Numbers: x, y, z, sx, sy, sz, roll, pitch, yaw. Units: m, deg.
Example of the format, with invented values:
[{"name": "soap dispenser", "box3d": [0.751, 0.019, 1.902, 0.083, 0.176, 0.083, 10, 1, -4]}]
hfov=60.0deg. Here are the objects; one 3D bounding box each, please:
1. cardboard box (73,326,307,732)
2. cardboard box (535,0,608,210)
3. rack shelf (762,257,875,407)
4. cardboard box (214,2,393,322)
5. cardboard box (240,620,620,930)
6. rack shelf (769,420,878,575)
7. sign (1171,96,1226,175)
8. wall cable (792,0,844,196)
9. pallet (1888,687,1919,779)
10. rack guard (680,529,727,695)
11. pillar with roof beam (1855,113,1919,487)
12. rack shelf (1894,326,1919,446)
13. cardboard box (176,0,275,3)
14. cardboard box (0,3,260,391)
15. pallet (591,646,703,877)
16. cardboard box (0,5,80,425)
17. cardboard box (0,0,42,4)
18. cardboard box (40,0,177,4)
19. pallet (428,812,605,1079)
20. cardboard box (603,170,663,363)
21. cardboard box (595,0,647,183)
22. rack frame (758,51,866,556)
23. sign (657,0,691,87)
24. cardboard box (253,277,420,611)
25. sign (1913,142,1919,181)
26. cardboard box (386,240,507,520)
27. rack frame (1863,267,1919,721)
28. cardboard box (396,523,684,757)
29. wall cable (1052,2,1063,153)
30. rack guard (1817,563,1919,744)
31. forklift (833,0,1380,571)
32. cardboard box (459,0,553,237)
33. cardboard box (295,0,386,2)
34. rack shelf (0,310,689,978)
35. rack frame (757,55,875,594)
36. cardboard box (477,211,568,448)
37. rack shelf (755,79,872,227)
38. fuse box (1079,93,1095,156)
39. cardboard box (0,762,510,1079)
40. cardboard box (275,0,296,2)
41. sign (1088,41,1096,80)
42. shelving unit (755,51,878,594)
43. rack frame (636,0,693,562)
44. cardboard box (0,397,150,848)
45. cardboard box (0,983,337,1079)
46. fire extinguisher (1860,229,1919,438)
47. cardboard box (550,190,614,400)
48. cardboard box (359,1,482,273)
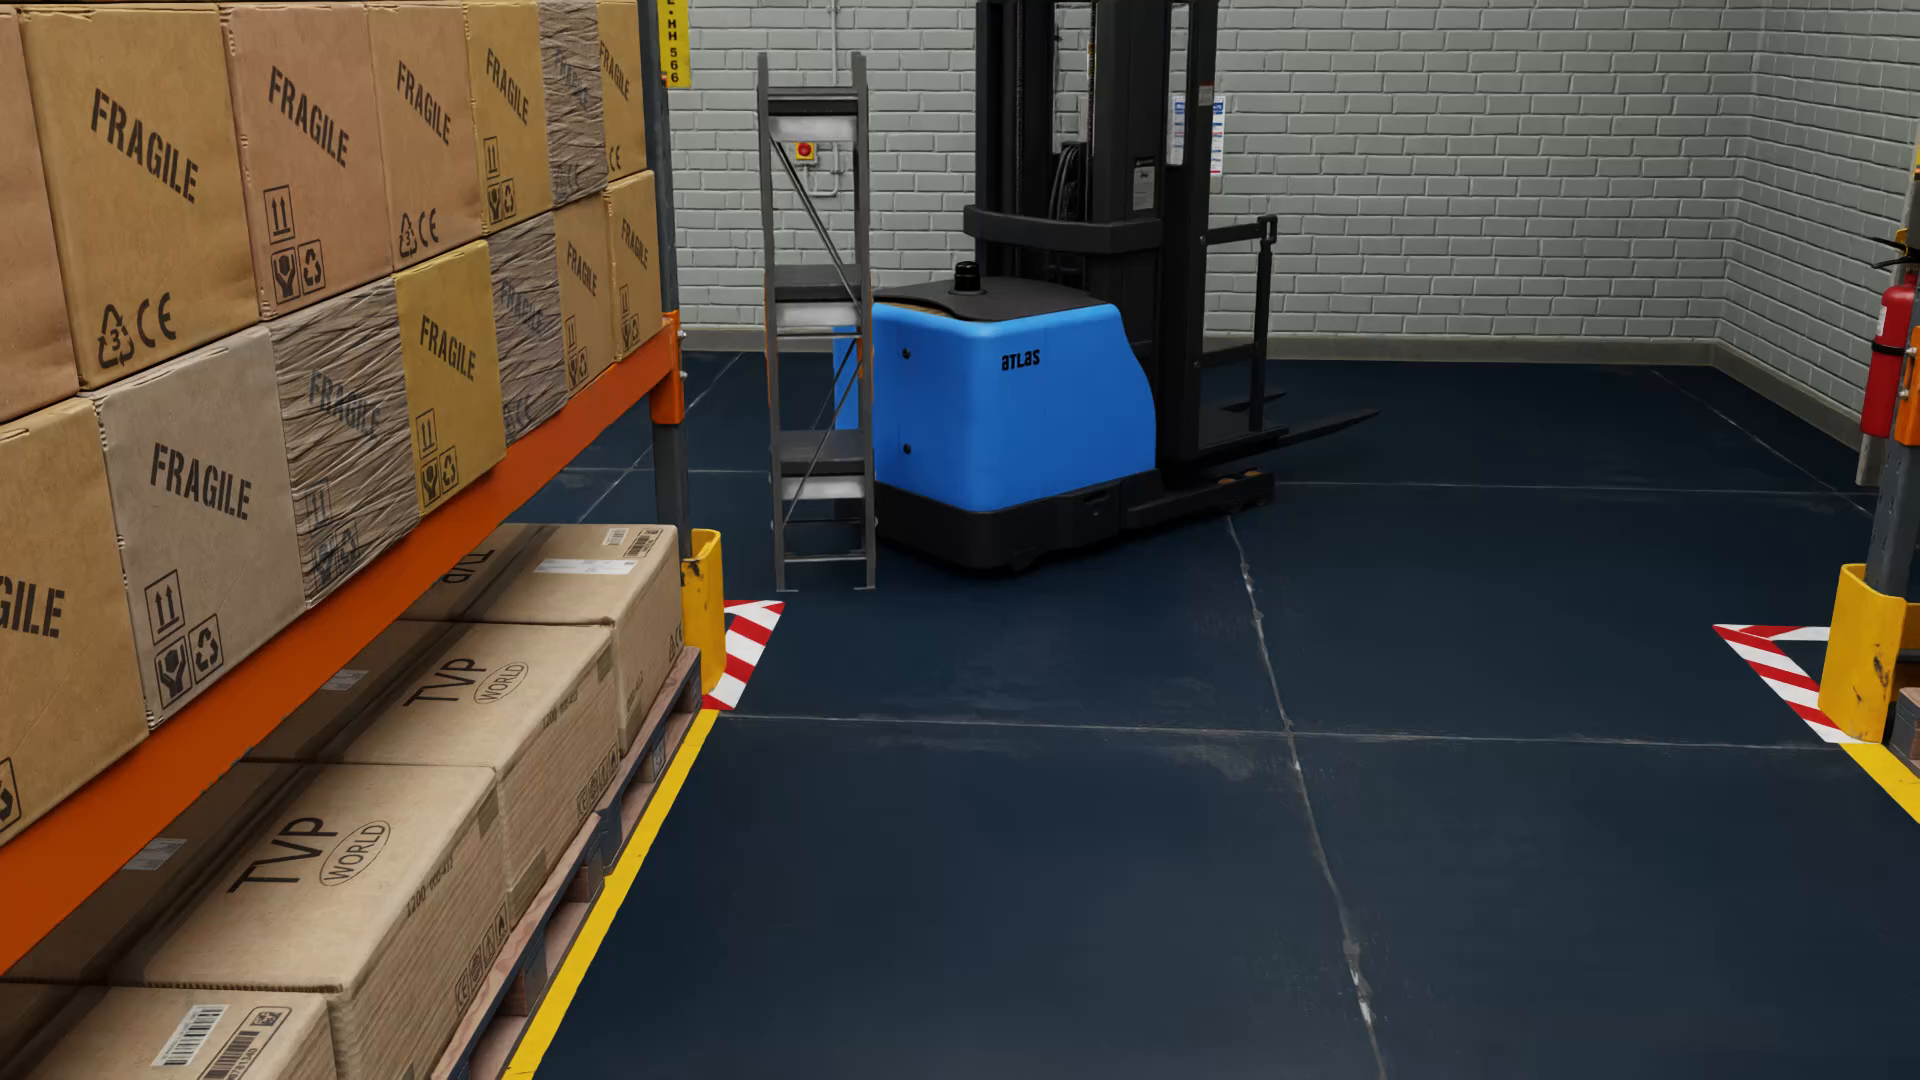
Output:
[{"name": "cardboard box", "box3d": [-1.391, -0.041, 2.571, 0.500, 0.500, 0.500, 1, 18, 4]}, {"name": "cardboard box", "box3d": [-1.245, -1.145, 4.333, 0.500, 0.500, 0.500, 1, 18, 4]}, {"name": "rack shelf", "box3d": [-0.572, -0.849, 6.687, 0.431, 0.518, 0.480, -2, 18, -6]}, {"name": "cardboard box", "box3d": [-1.360, -0.678, 2.910, 0.500, 0.500, 0.500, 2, 18, 5]}, {"name": "cardboard box", "box3d": [-1.444, 0.570, 4.308, 0.875, 0.438, 0.875, 2, 18, 5]}, {"name": "rack shelf", "box3d": [-0.572, -0.184, 6.905, 0.431, 0.518, 0.480, -2, 18, -6]}, {"name": "sign", "box3d": [1.534, -2.608, 10.717, 0.329, 0.494, 0.001, 1, 18, 4]}, {"name": "wall cable", "box3d": [-1.059, -3.189, 10.658, 0.585, 1.953, 0.123, 1, 18, 4]}, {"name": "pallet", "box3d": [3.450, 0.766, 4.746, 1.003, 0.211, 1.213, 1, 18, 4]}, {"name": "rack guard", "box3d": [-1.438, 0.240, 5.886, 1.175, 0.500, 0.348, 1, 18, 4]}, {"name": "pillar with roof beam", "box3d": [0.310, -4.595, 6.993, 9.100, 9.000, 0.400, 1, 18, 4]}, {"name": "rack shelf", "box3d": [3.368, 0.133, 3.356, 1.077, 0.370, 4.000, 1, 18, 4]}, {"name": "cardboard box", "box3d": [-1.339, -0.939, 2.663, 0.380, 0.149, 0.250, 1, 18, 2]}, {"name": "cardboard box", "box3d": [-1.408, -0.520, 2.425, 0.500, 0.500, 0.500, 1, 18, 3]}, {"name": "pallet", "box3d": [-1.419, 0.635, 5.145, 1.003, 0.211, 1.213, 1, 18, 4]}, {"name": "cardboard box", "box3d": [-1.450, -0.363, 1.947, 0.500, 0.500, 0.500, 1, 18, 4]}, {"name": "cardboard box", "box3d": [-1.466, -0.781, 2.182, 0.380, 0.149, 0.250, 1, 18, 3]}, {"name": "cardboard box", "box3d": [-1.387, -0.857, 2.413, 0.380, 0.149, 0.250, 1, 18, 4]}, {"name": "pallet", "box3d": [-1.509, 1.013, 3.992, 1.003, 0.211, 1.213, 1, 18, 4]}, {"name": "cardboard box", "box3d": [-1.210, -0.832, 4.984, 0.500, 0.500, 0.500, 1, 18, 4]}, {"name": "cardboard box", "box3d": [-1.237, -1.308, 4.830, 0.500, 0.500, 0.500, 2, 18, 6]}, {"name": "rack frame", "box3d": [-0.597, -0.938, 6.913, 0.400, 2.100, 0.015, -2, 18, -6]}, {"name": "sign", "box3d": [-0.899, -1.586, 5.207, 0.100, 0.325, 0.005, 1, 18, 4]}, {"name": "cardboard box", "box3d": [-1.349, -0.196, 3.042, 0.500, 0.500, 0.500, 1, 18, 4]}, {"name": "sign", "box3d": [2.970, -1.254, 5.042, 0.100, 0.325, 0.005, 1, 18, 4]}, {"name": "cardboard box", "box3d": [-1.312, -0.356, 3.530, 0.500, 0.500, 0.500, 2, 18, 6]}, {"name": "rack frame", "box3d": [3.512, -0.830, 5.140, 1.000, 3.000, 0.127, 1, 18, 4]}, {"name": "cardboard box", "box3d": [-1.387, 0.285, 5.176, 0.875, 0.438, 0.875, 1, 18, 2]}, {"name": "wall cable", "box3d": [0.357, -3.147, 10.577, 0.588, 1.984, 0.122, 1, 18, 4]}, {"name": "rack guard", "box3d": [3.506, 0.381, 5.457, 1.175, 0.500, 0.348, 1, 18, 4]}, {"name": "forklift", "box3d": [0.867, -1.627, 7.681, 3.031, 2.935, 1.130, -15, 24, -39]}, {"name": "cardboard box", "box3d": [-1.283, -0.991, 3.864, 0.500, 0.500, 0.500, 1, 18, 4]}, {"name": "cardboard box", "box3d": [-1.317, -1.093, 3.135, 0.380, 0.149, 0.250, 1, 18, 4]}, {"name": "rack shelf", "box3d": [-1.583, 0.023, 3.691, 1.077, 0.370, 4.000, 1, 18, 4]}, {"name": "rack frame", "box3d": [-0.546, -0.787, 6.452, 0.400, 2.100, 0.015, -2, 18, -6]}, {"name": "cardboard box", "box3d": [-1.288, -0.516, 4.021, 0.500, 0.500, 0.500, 2, 18, 6]}, {"name": "rack shelf", "box3d": [-0.572, -1.514, 6.469, 0.431, 0.518, 0.480, -2, 18, -6]}, {"name": "fuse box", "box3d": [1.026, -1.987, 10.740, 0.539, 1.711, 0.414, 1, 18, 4]}, {"name": "cardboard box", "box3d": [-1.511, 0.850, 3.453, 0.875, 0.438, 0.875, 1, 18, 2]}, {"name": "cardboard box", "box3d": [-1.403, -1.019, 2.906, 0.380, 0.149, 0.250, 1, 18, 4]}, {"name": "sign", "box3d": [0.986, -3.058, 10.611, 0.339, 0.242, 0.001, 1, 18, 4]}, {"name": "shelving unit", "box3d": [-0.572, -0.862, 6.682, 0.431, 2.100, 0.503, -2, 18, -6]}, {"name": "rack frame", "box3d": [-1.439, -0.940, 5.474, 1.000, 3.000, 0.127, 1, 18, 4]}, {"name": "cardboard box", "box3d": [-1.431, 0.115, 2.094, 0.500, 0.500, 0.500, 2, 18, 6]}, {"name": "cardboard box", "box3d": [-1.574, 1.128, 2.604, 0.875, 0.438, 0.875, 1, 18, 3]}, {"name": "fire extinguisher", "box3d": [3.061, -0.672, 5.381, 0.296, 0.674, 0.183, 1, 18, 4]}, {"name": "cardboard box", "box3d": [-1.261, -0.676, 4.509, 0.500, 0.500, 0.500, 1, 18, 3]}, {"name": "cardboard box", "box3d": [-1.321, -0.835, 3.388, 0.500, 0.500, 0.500, 1, 18, 4]}]
